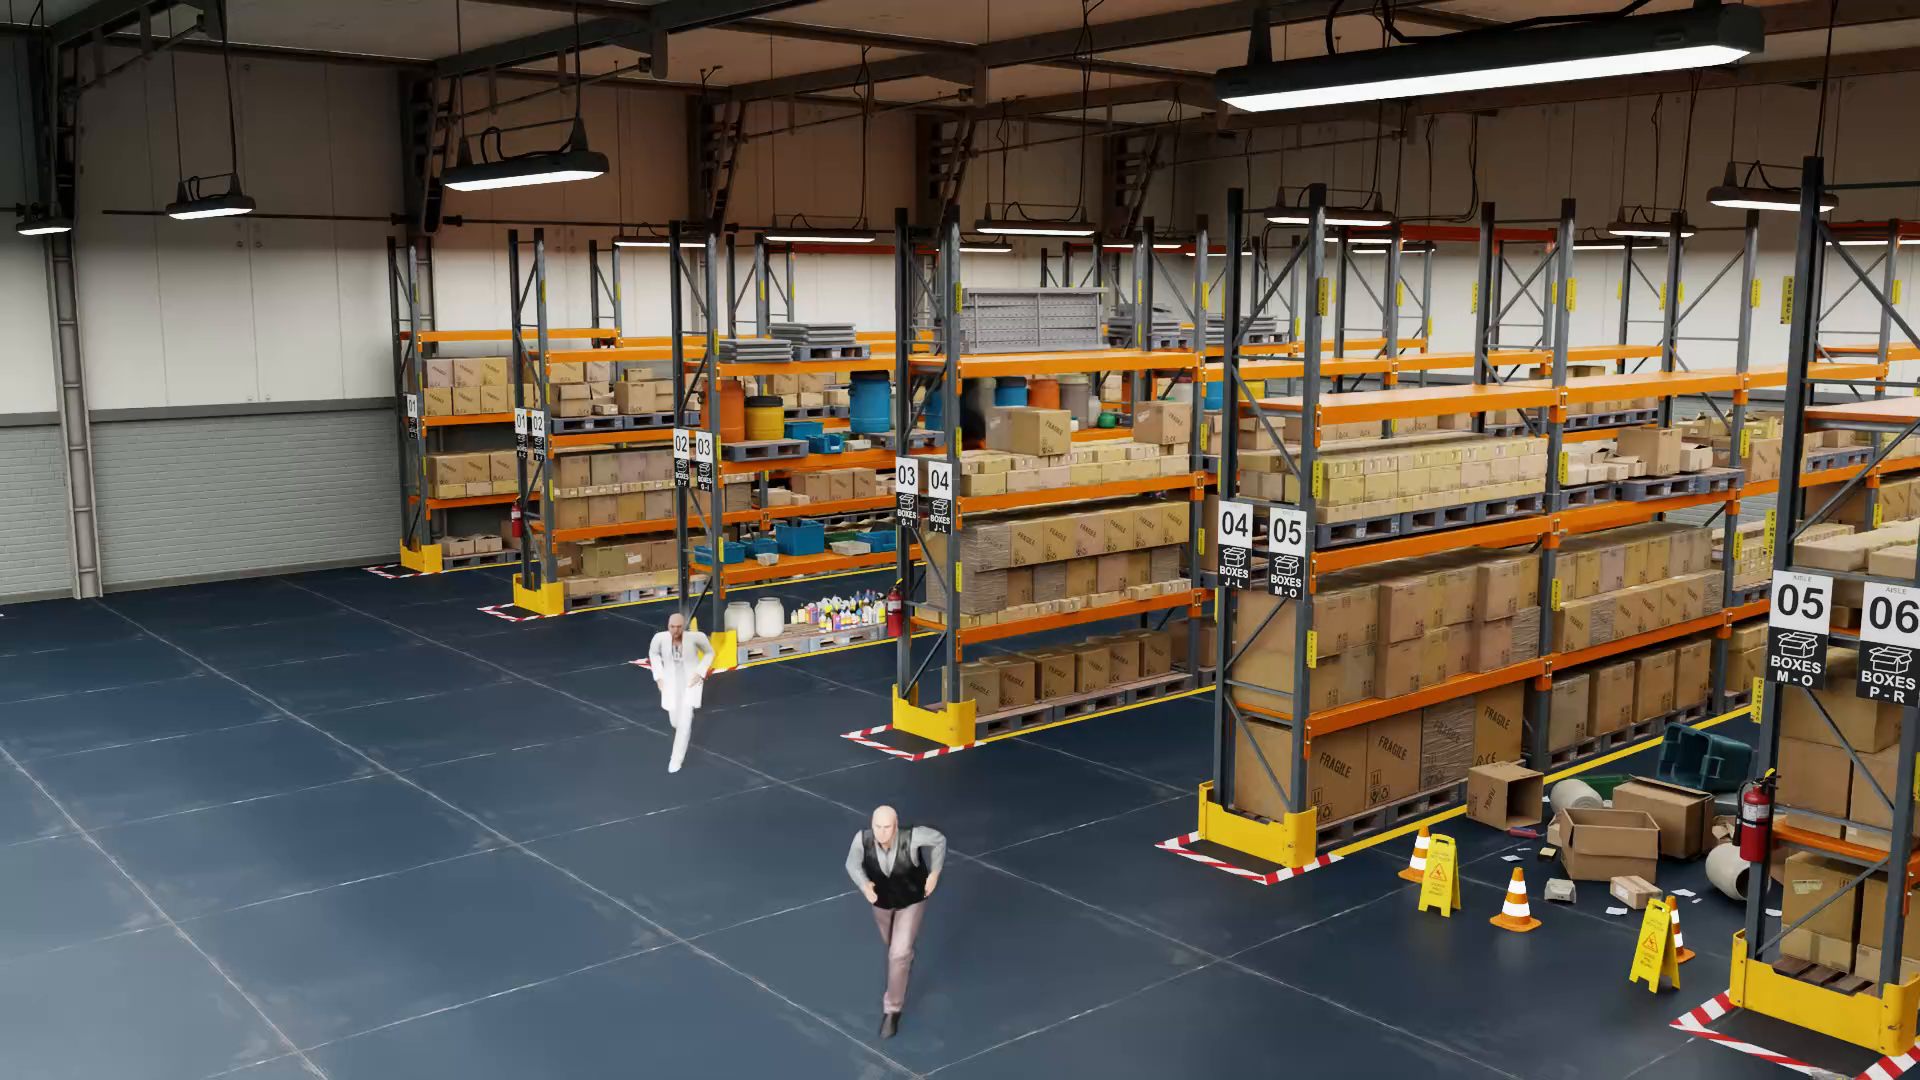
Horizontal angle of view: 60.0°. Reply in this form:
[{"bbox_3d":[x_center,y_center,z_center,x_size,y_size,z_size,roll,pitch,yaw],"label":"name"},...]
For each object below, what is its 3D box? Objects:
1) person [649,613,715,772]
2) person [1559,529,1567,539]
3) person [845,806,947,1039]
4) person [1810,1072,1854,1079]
[{"bbox_3d":[-3.000,1.638,18.065,0.714,1.624,0.909,-1,9,-4],"label":"person"},{"bbox_3d":[8.962,0.563,24.658,0.655,1.717,0.842,7,11,39],"label":"person"},{"bbox_3d":[-0.432,2.590,11.809,0.700,1.682,0.994,1,9,8],"label":"person"},{"bbox_3d":[4.028,3.191,7.786,0.599,1.609,0.743,4,10,24],"label":"person"}]
